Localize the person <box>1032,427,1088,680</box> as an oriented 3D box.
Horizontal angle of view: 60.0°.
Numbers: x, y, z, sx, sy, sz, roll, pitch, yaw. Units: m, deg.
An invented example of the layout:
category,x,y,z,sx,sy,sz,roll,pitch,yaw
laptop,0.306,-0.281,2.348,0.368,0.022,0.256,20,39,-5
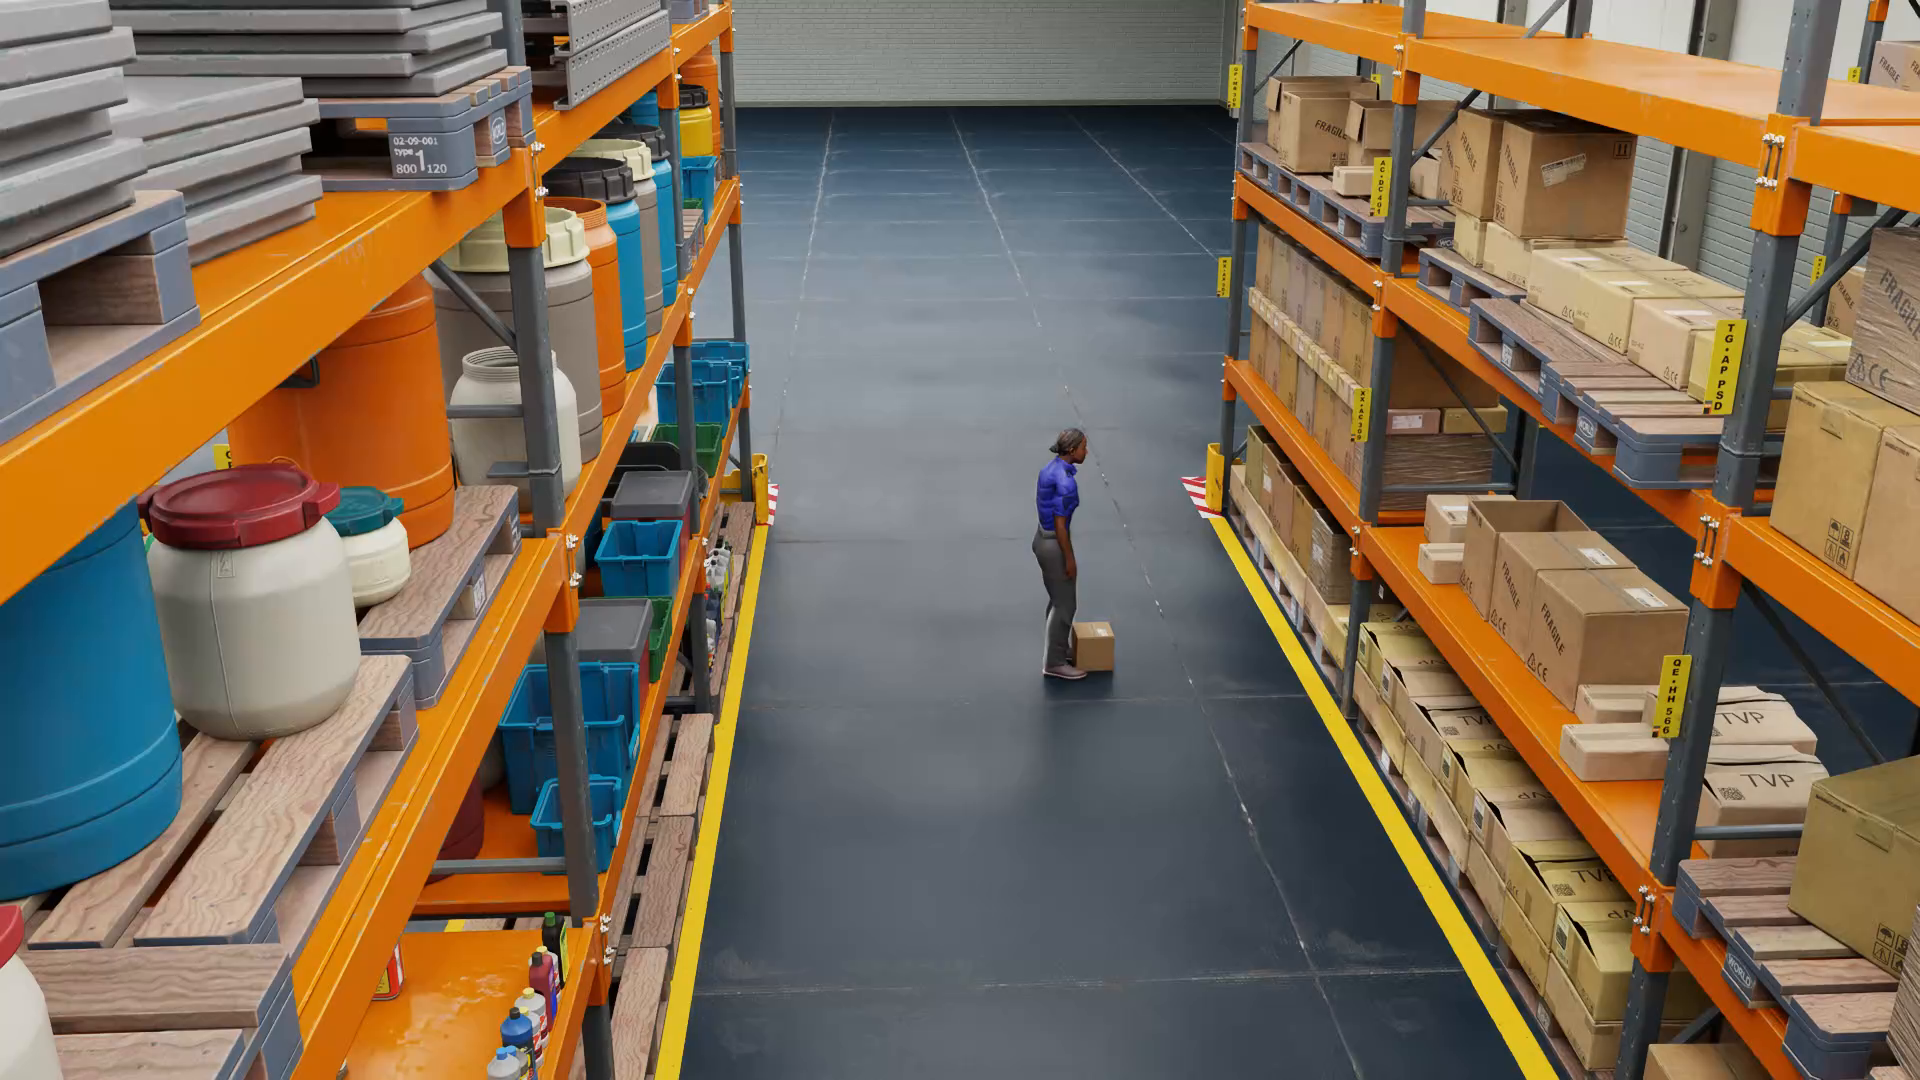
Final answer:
category,x,y,z,sx,sy,sz,roll,pitch,yaw
person,0.683,0.064,10.913,0.400,1.655,0.532,-2,21,-6
